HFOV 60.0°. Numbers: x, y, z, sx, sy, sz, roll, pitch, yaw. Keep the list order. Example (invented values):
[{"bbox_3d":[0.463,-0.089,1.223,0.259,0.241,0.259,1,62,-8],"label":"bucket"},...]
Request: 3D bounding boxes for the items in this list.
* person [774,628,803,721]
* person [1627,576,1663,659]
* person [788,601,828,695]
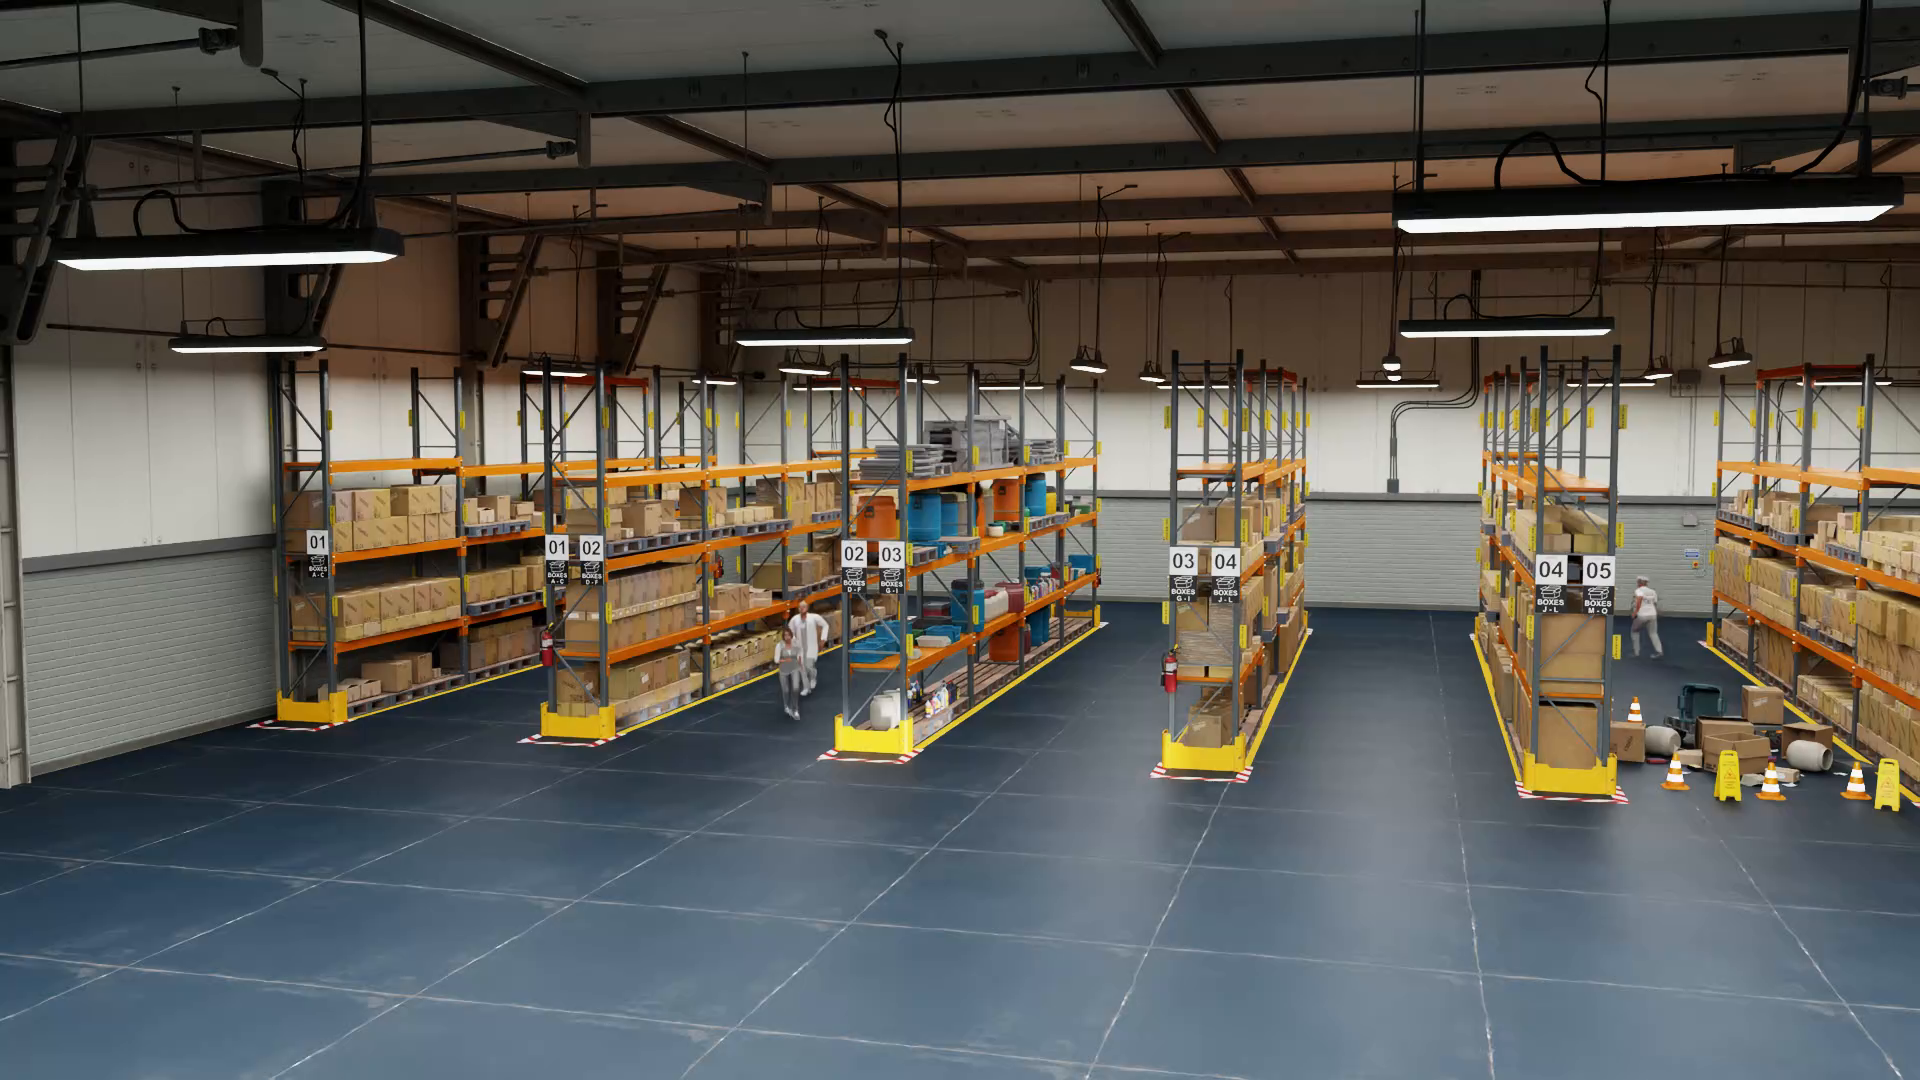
[{"bbox_3d":[-2.861,2.219,27.772,0.464,1.544,0.891,0,4,-5],"label":"person"},{"bbox_3d":[14.356,1.639,34.805,0.666,1.749,1.001,-1,4,-9],"label":"person"},{"bbox_3d":[-2.799,1.972,30.141,0.716,1.732,0.701,1,4,14],"label":"person"}]
